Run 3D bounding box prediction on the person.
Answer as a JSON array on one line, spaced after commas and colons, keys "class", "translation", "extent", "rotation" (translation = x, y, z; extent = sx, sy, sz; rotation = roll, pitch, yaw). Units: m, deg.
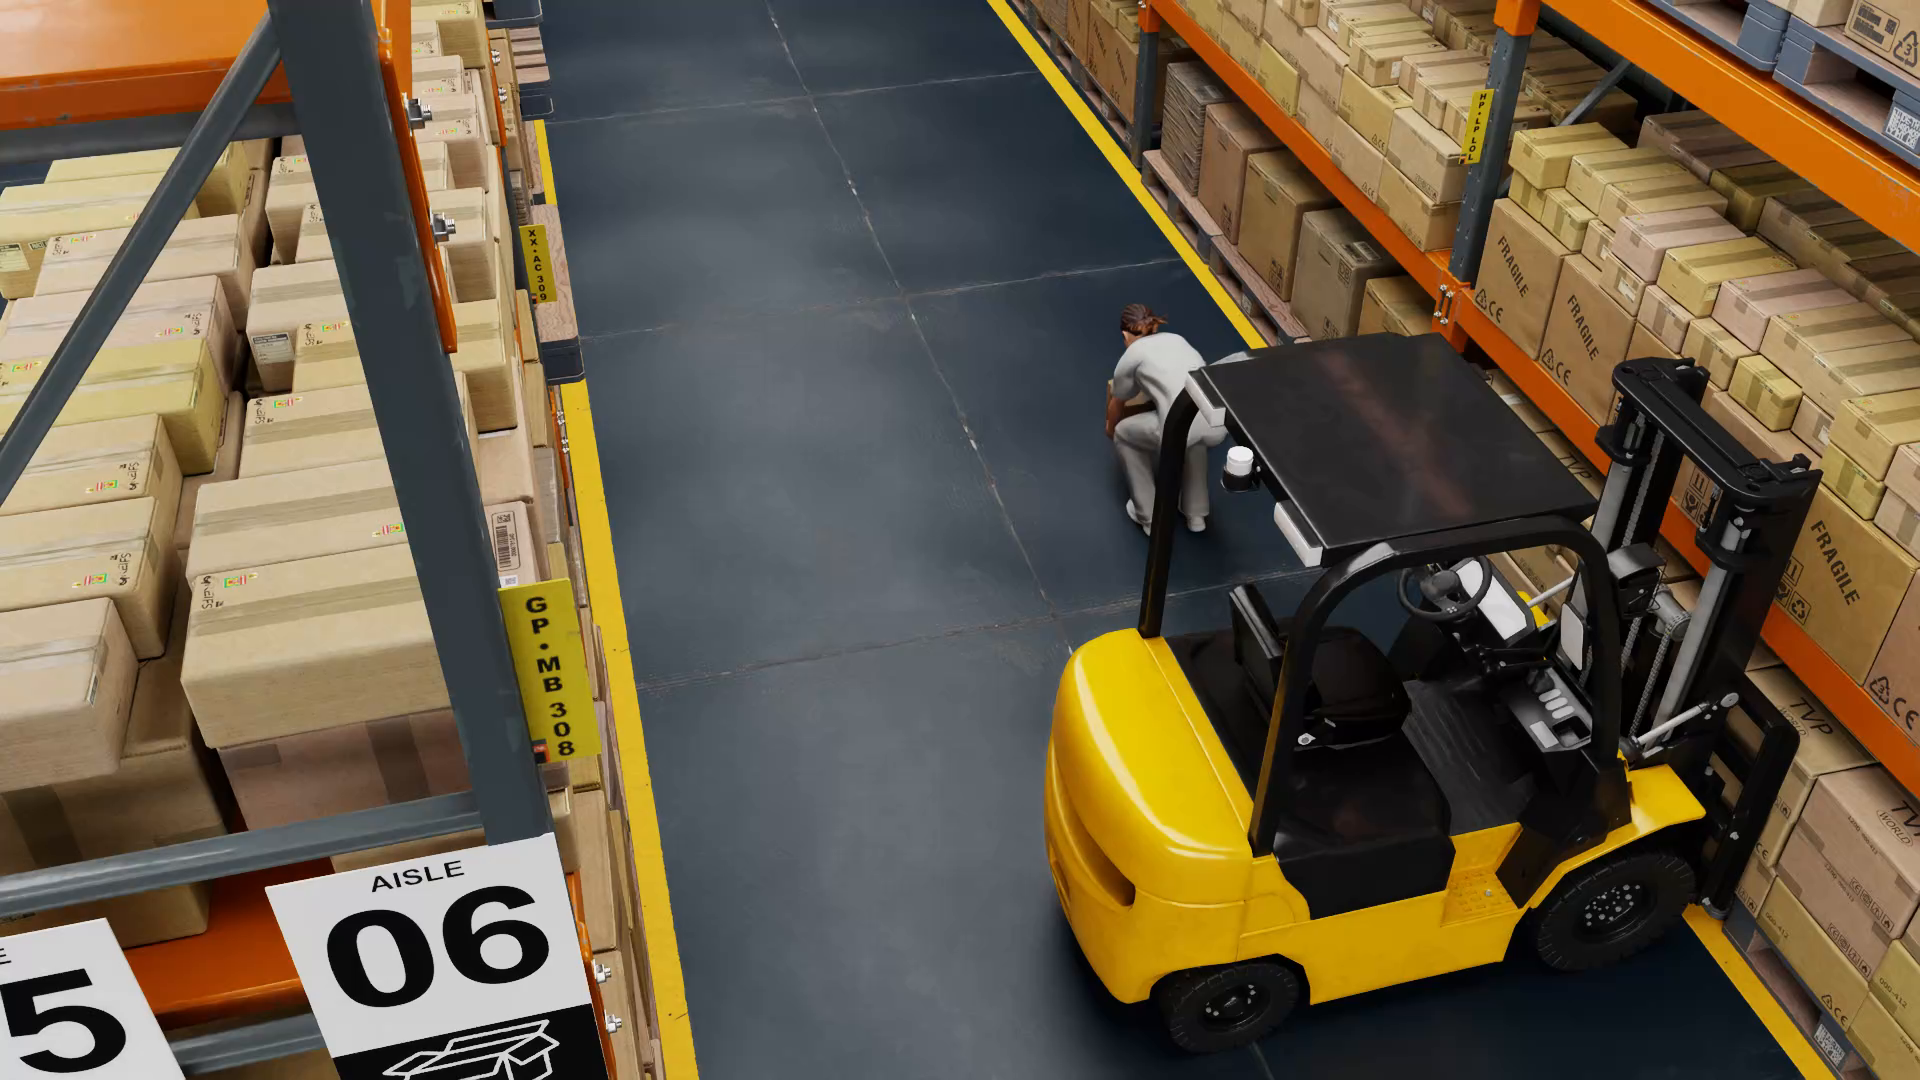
[{"class": "person", "translation": [0.976, -0.575, 8.014], "extent": [0.476, 0.966, 0.863], "rotation": [-11, 40, -14]}]
